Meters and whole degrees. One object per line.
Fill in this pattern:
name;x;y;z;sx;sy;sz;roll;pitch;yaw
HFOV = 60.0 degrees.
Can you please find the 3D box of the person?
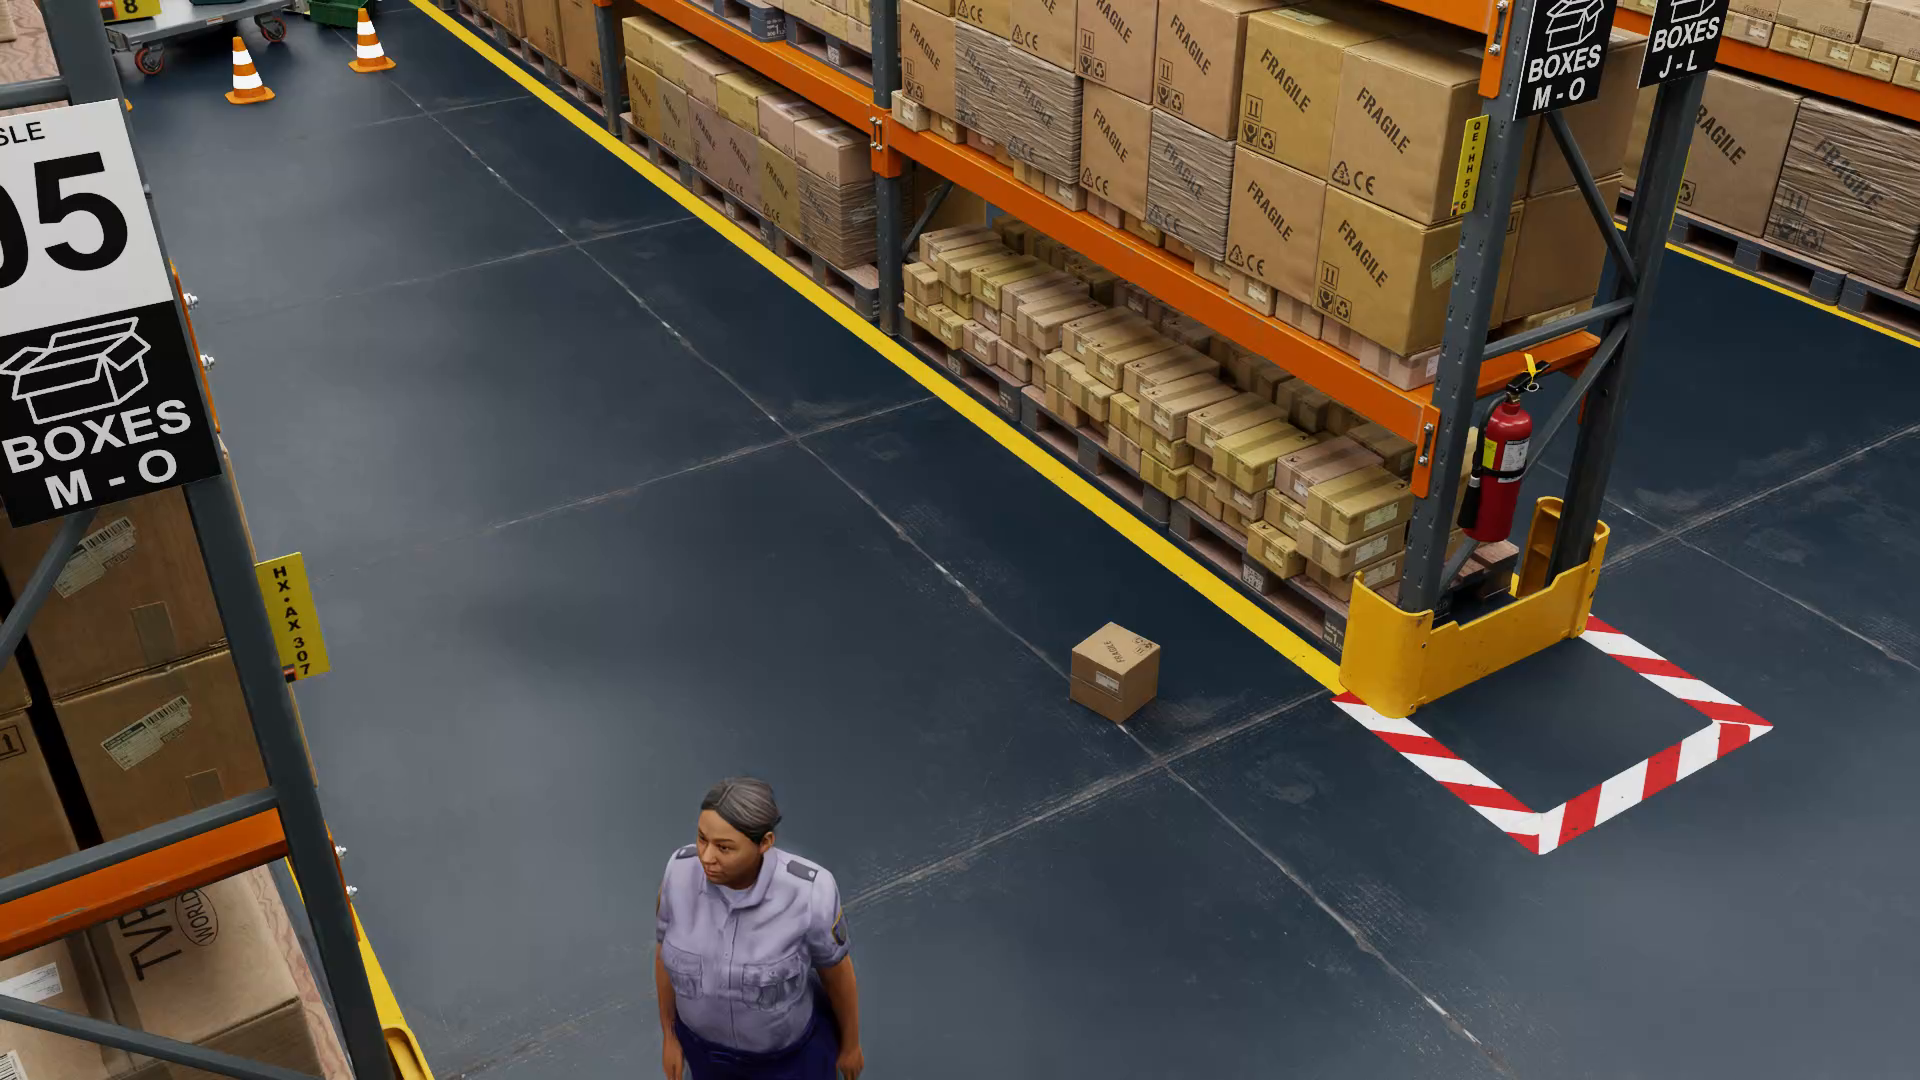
person;-0.517;1.295;4.141;0.518;1.685;0.484;10;34;15
